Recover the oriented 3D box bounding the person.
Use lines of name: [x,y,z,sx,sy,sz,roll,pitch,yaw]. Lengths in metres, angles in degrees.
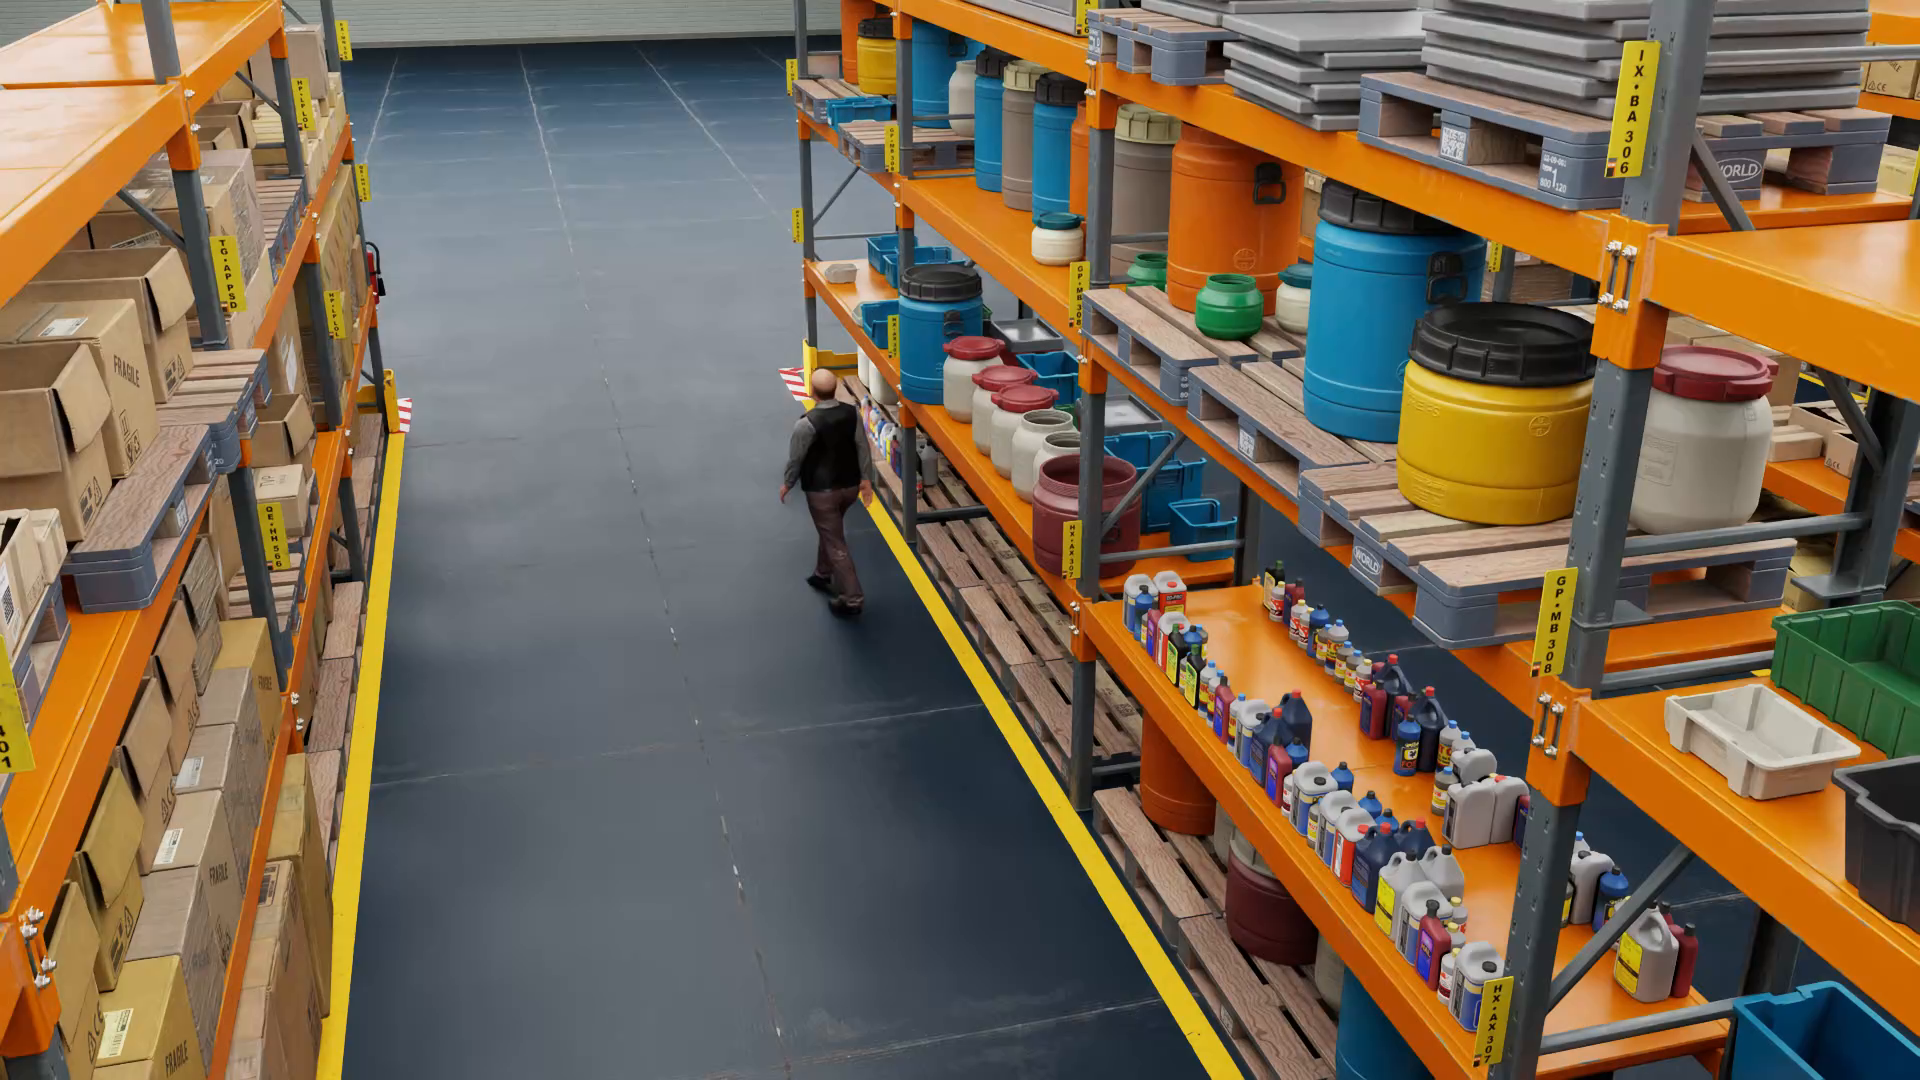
person: [-0.935,-0.344,11.534,0.567,1.745,0.832,-20,30,-39]
